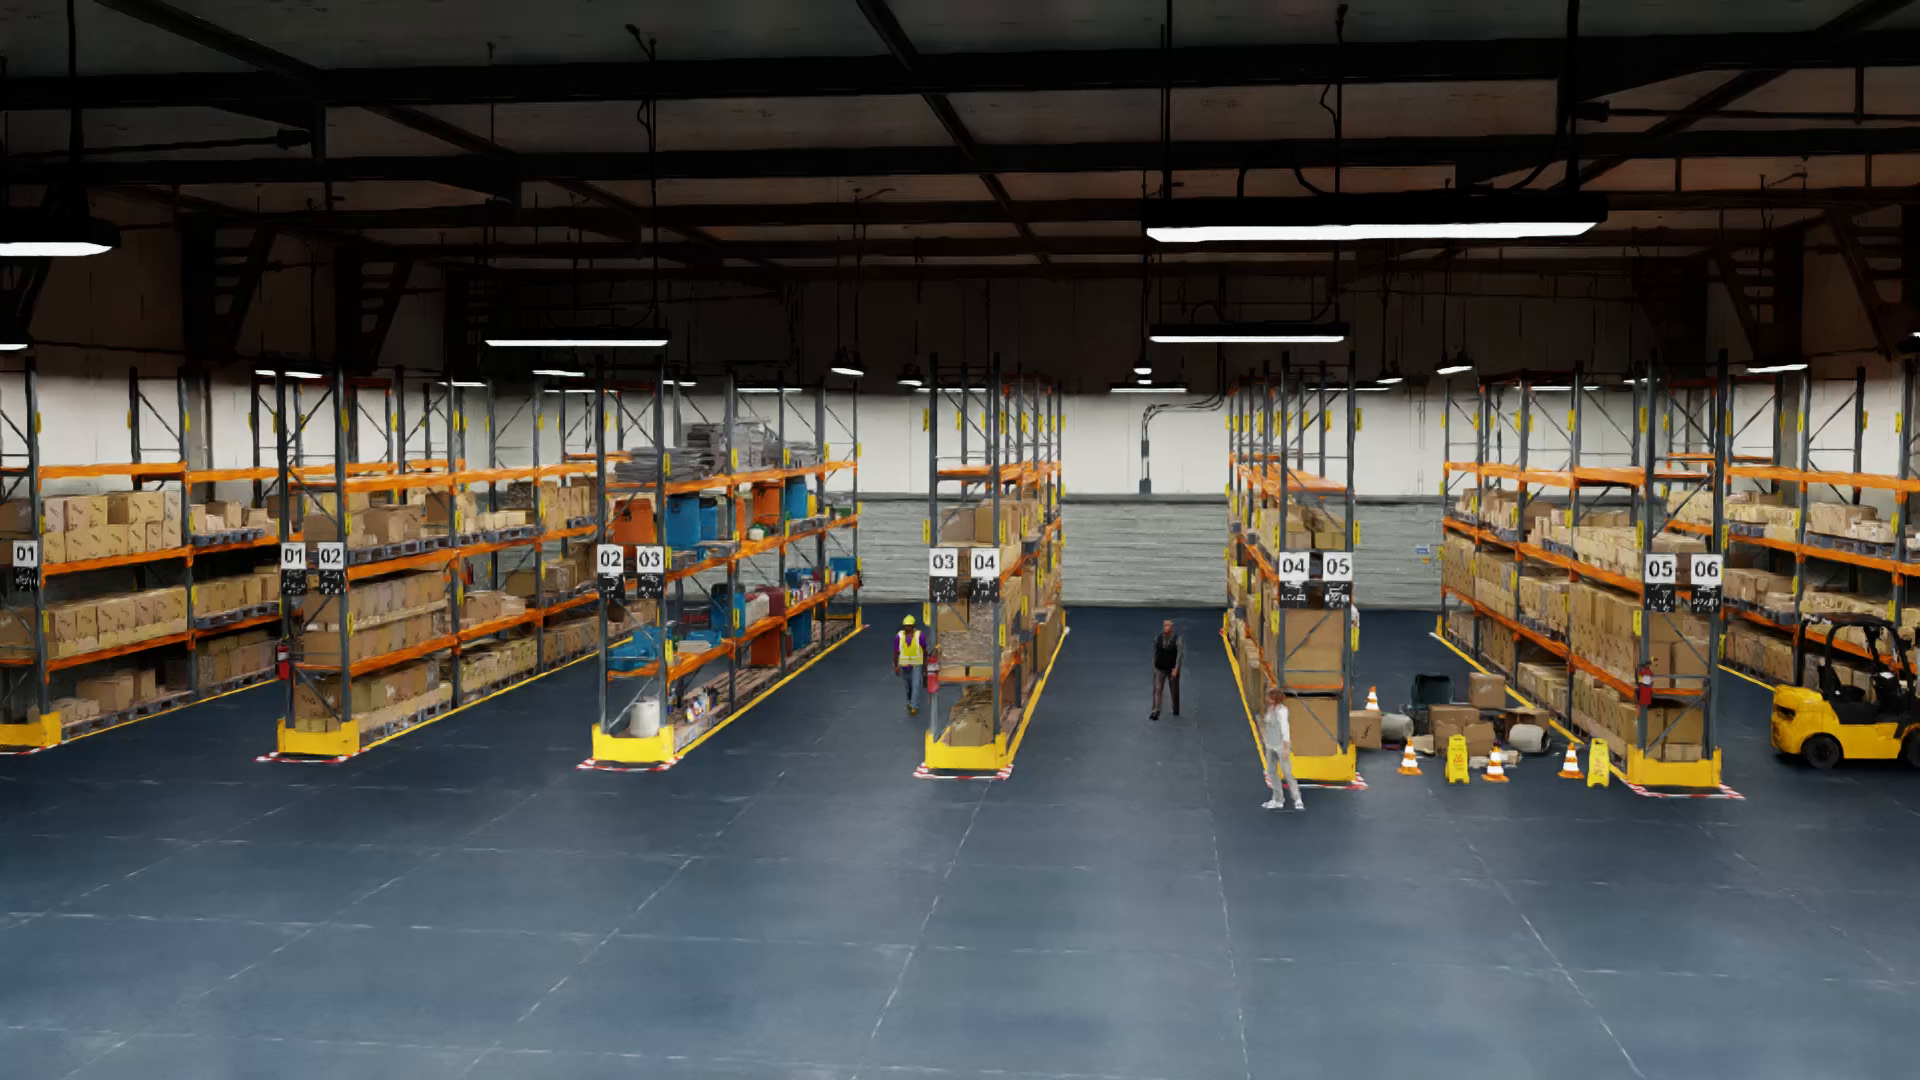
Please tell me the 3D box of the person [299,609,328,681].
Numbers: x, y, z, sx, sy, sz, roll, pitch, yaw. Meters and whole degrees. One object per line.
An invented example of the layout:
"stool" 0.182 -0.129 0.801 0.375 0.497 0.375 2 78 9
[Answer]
"person" -12.344 1.888 32.137 0.729 1.702 0.765 0 4 -1

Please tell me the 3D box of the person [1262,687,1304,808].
"person" 4.199 2.691 21.574 0.483 1.587 0.514 -1 4 -18

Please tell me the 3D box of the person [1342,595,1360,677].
"person" 7.659 1.844 32.759 0.443 1.666 0.526 -2 4 -25

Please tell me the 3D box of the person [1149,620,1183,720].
"person" 3.510 2.178 28.074 0.539 1.661 1.033 1 4 16

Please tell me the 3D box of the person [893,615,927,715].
"person" -0.869 2.122 28.570 0.579 1.688 1.107 1 4 10
